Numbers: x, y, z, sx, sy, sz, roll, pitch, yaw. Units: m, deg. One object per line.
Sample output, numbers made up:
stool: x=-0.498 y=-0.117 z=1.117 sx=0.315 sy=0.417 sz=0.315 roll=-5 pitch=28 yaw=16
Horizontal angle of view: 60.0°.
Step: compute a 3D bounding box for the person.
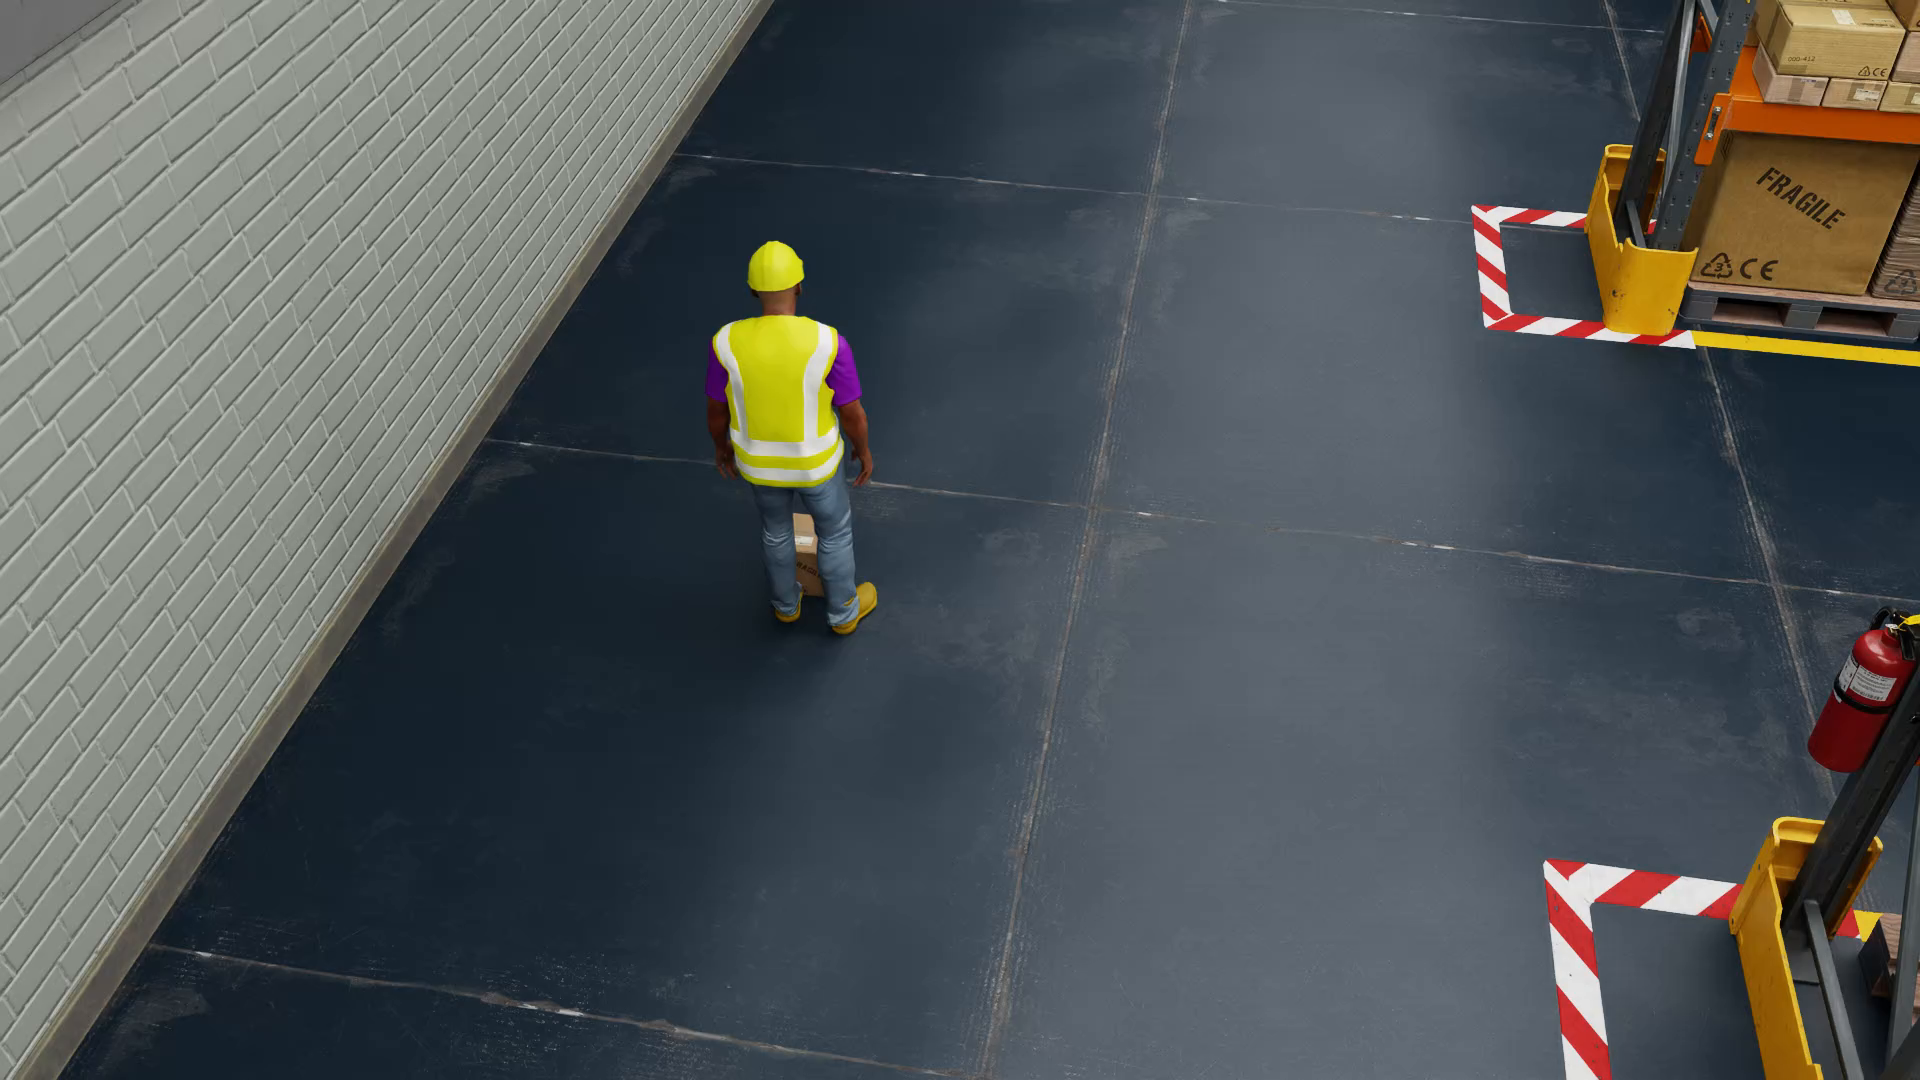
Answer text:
person: x=-0.662 y=-0.358 z=6.567 sx=0.632 sy=1.759 sz=0.462 roll=4 pitch=40 yaw=5
